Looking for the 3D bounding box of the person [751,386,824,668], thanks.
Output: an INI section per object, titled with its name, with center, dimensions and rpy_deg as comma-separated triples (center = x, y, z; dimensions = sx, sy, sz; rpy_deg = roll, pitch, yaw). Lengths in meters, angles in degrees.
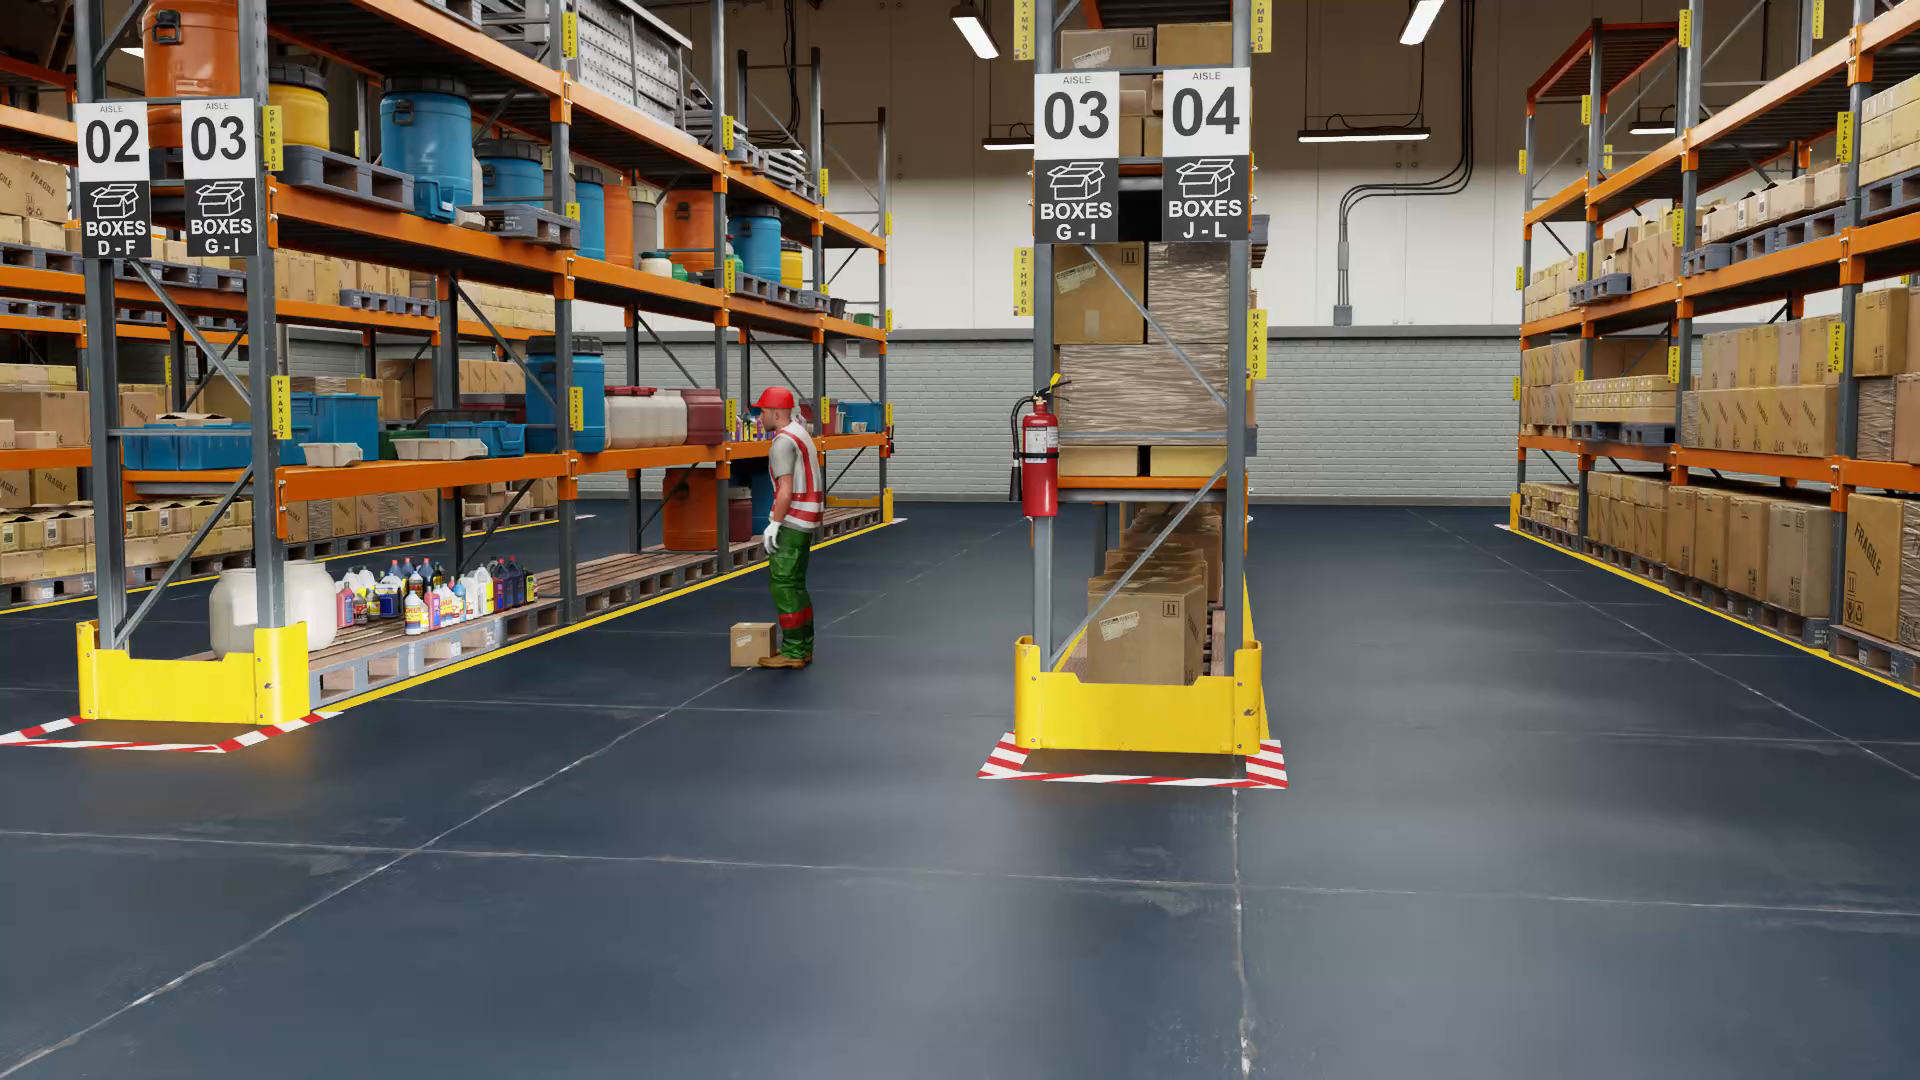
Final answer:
[person]
center = -1.100, -0.087, 10.598
dimensions = 0.448, 1.780, 0.608
rpy_deg = 1, 4, 9
